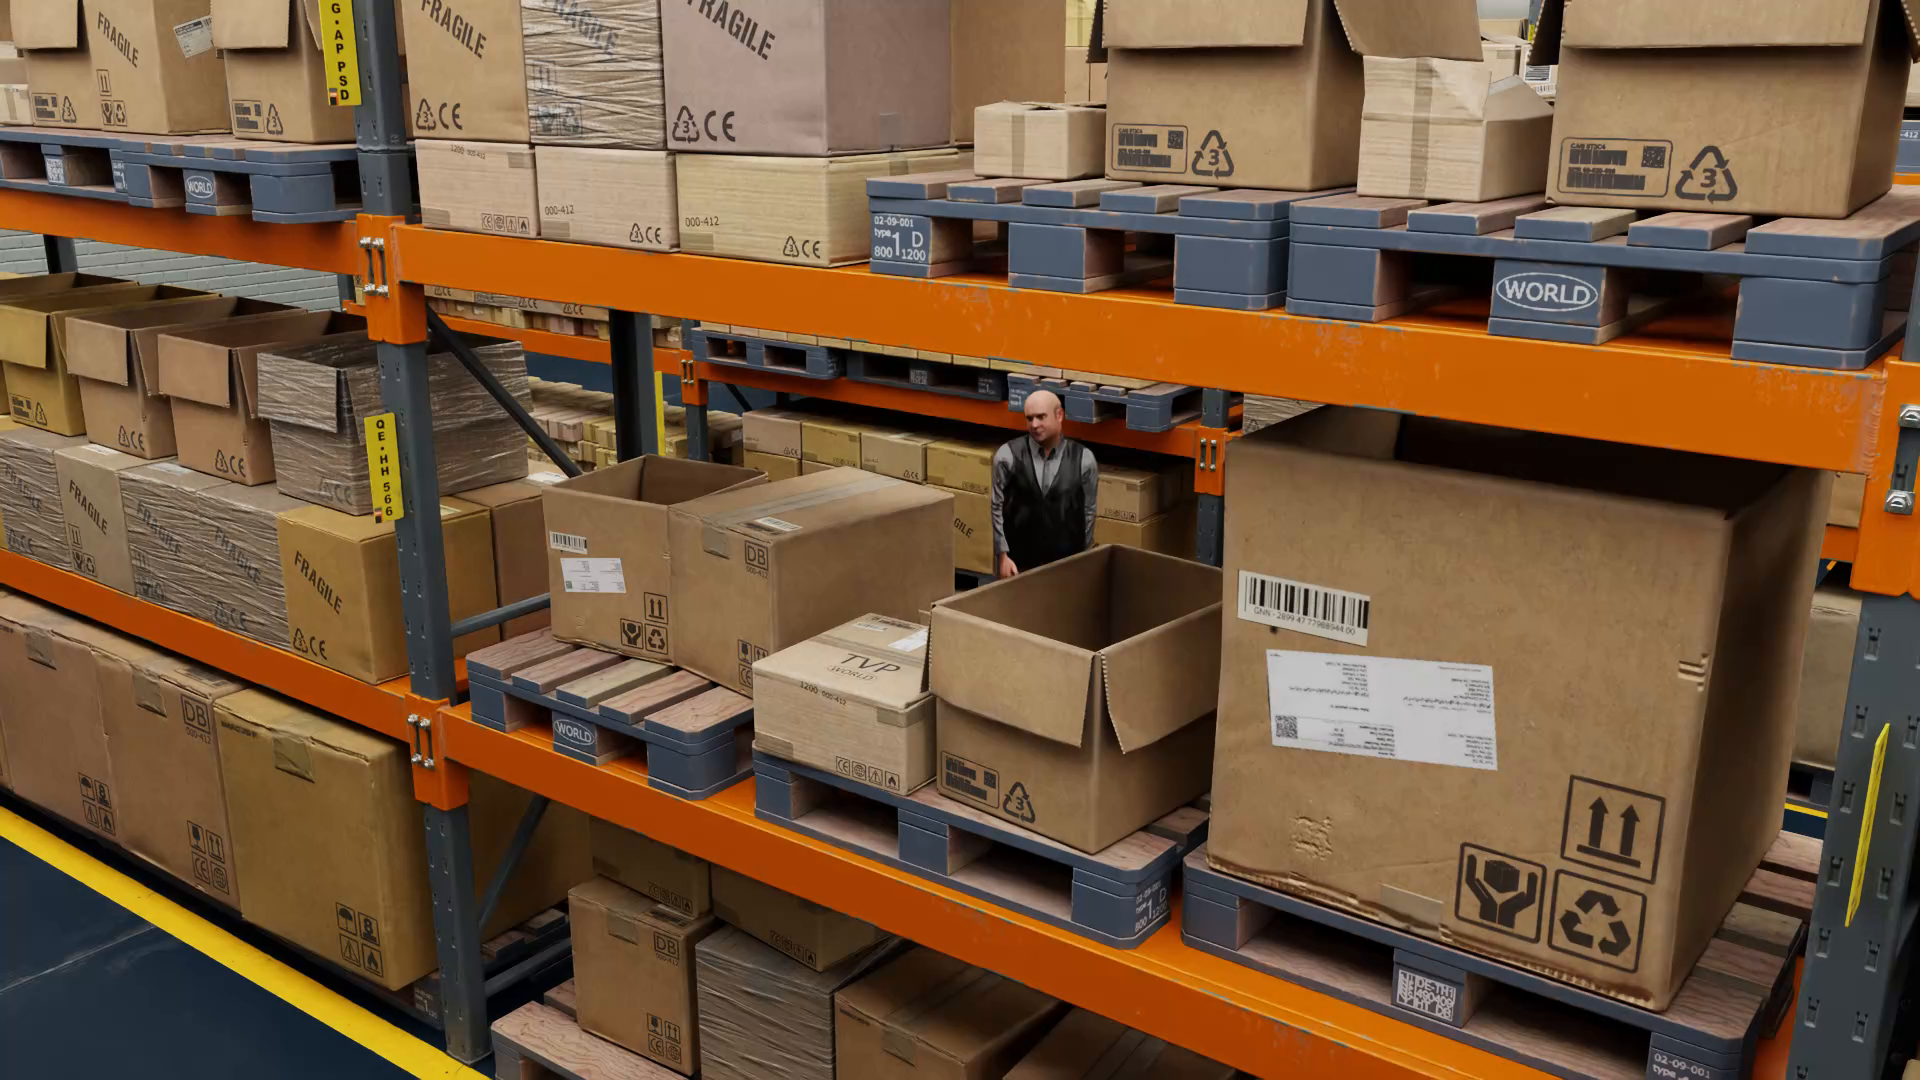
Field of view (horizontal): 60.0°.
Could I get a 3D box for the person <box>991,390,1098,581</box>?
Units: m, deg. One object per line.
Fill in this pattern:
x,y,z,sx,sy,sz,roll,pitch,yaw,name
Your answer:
0.416,0.119,8.100,0.537,1.721,0.532,0,16,0,person
